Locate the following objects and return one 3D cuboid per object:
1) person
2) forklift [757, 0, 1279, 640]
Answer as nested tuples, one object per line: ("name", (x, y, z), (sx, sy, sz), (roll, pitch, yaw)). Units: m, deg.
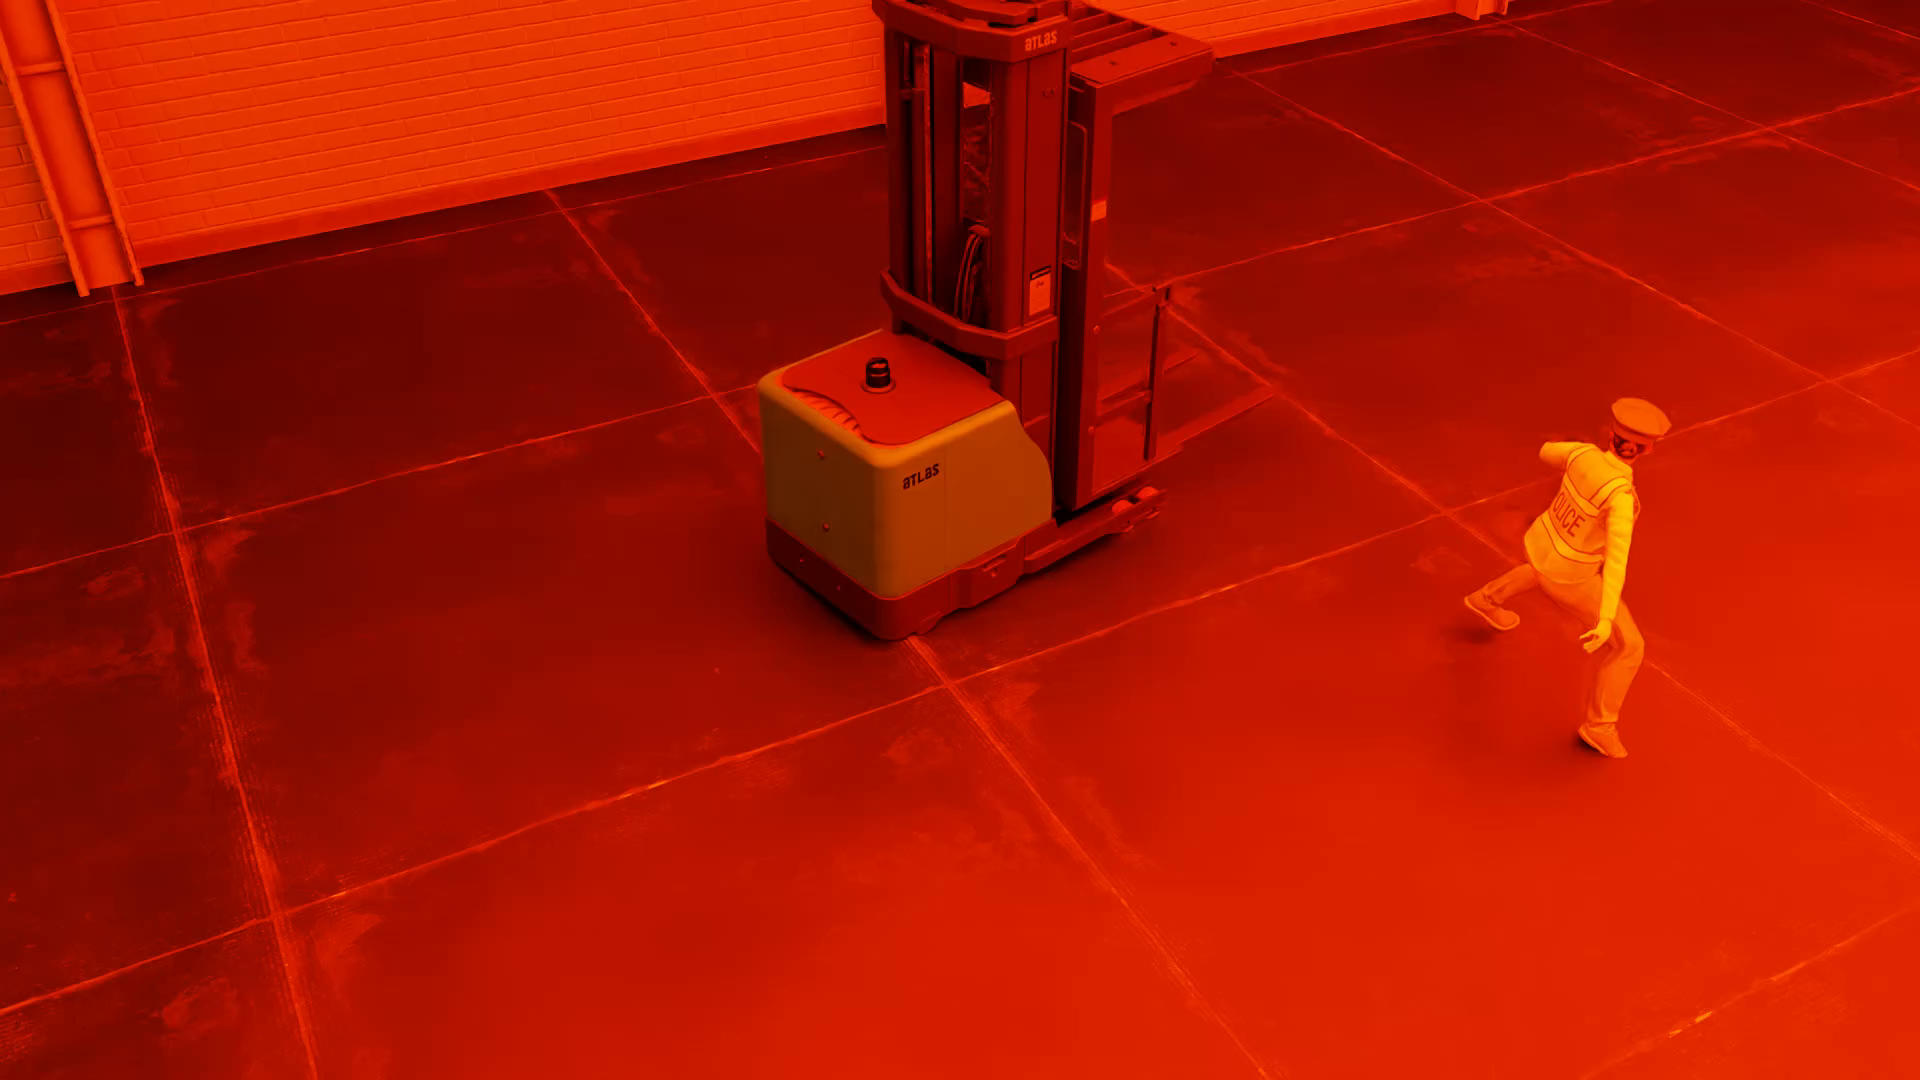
("person", (2.703, 0.132, 7.232), (0.526, 1.579, 1.100), (-2, 35, -3))
("forklift", (0.459, -1.442, 8.163), (3.031, 2.935, 1.130), (-27, 43, -32))
